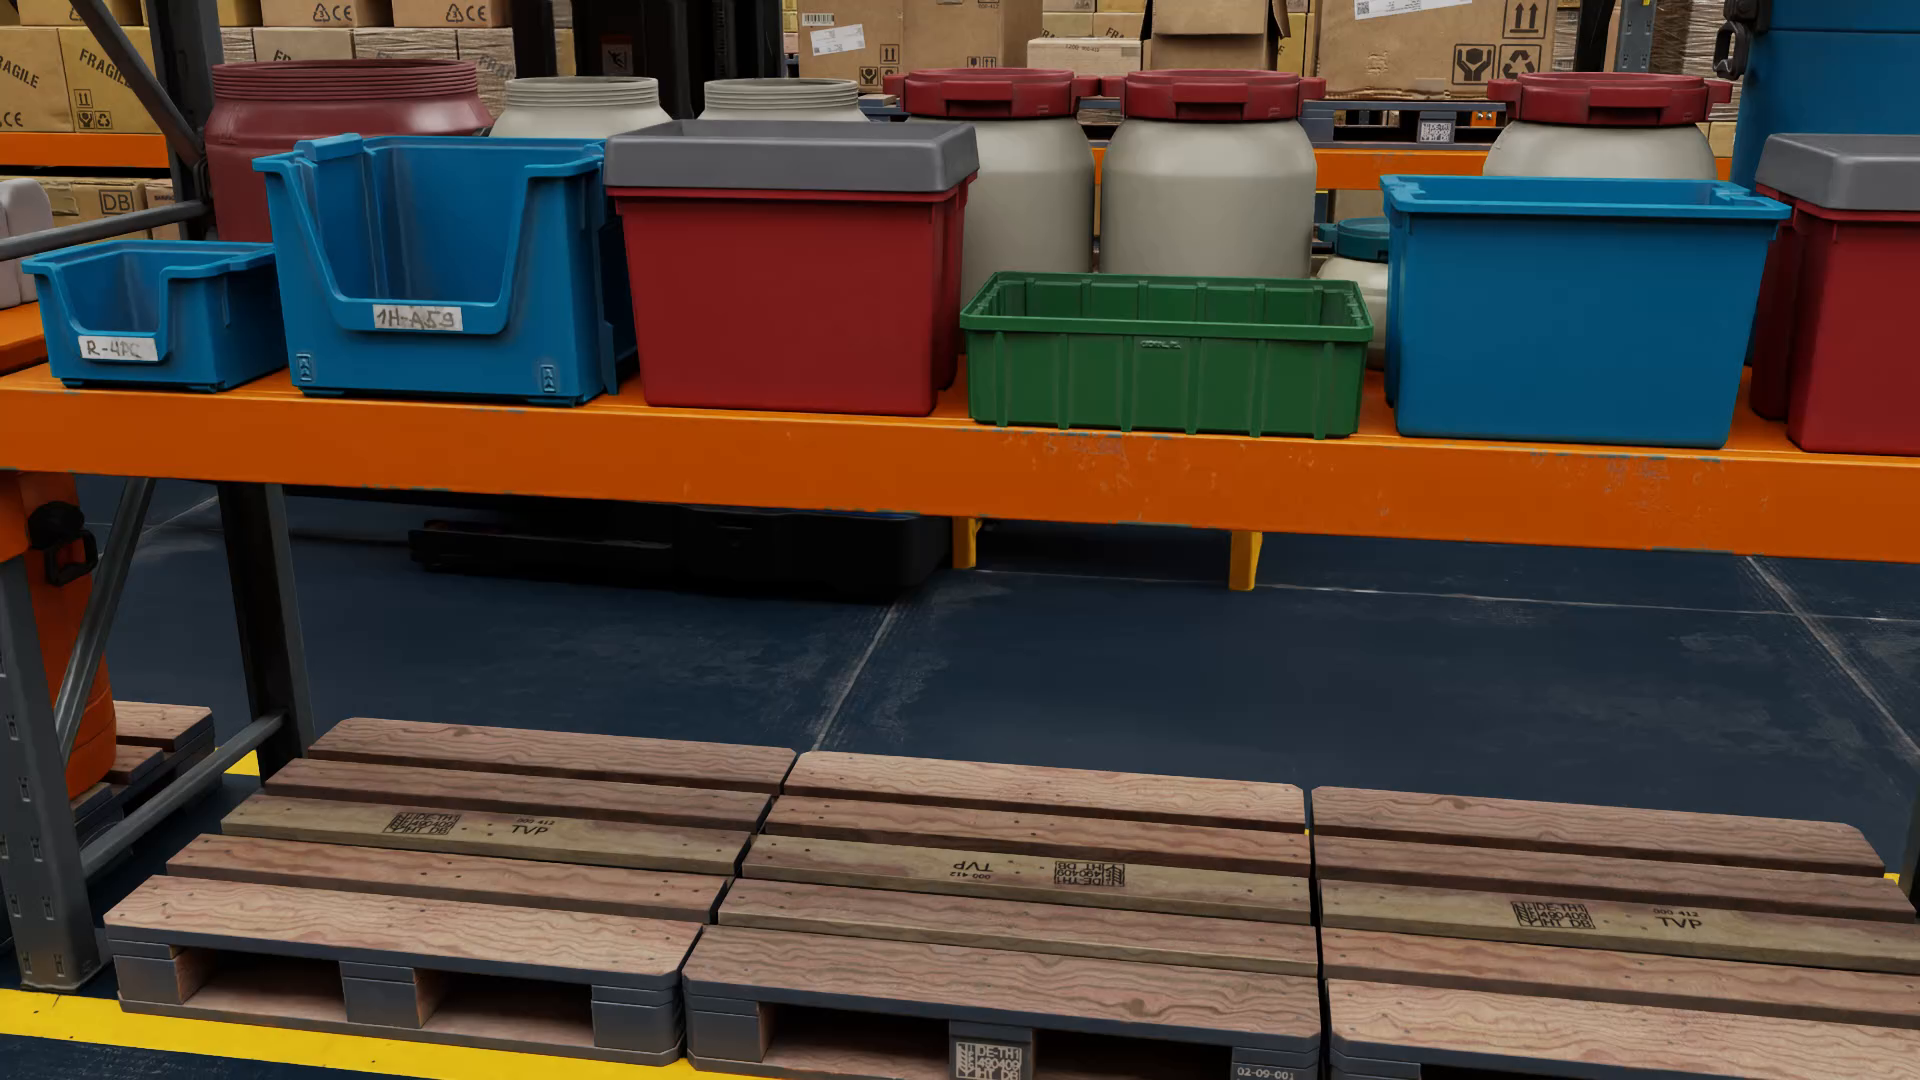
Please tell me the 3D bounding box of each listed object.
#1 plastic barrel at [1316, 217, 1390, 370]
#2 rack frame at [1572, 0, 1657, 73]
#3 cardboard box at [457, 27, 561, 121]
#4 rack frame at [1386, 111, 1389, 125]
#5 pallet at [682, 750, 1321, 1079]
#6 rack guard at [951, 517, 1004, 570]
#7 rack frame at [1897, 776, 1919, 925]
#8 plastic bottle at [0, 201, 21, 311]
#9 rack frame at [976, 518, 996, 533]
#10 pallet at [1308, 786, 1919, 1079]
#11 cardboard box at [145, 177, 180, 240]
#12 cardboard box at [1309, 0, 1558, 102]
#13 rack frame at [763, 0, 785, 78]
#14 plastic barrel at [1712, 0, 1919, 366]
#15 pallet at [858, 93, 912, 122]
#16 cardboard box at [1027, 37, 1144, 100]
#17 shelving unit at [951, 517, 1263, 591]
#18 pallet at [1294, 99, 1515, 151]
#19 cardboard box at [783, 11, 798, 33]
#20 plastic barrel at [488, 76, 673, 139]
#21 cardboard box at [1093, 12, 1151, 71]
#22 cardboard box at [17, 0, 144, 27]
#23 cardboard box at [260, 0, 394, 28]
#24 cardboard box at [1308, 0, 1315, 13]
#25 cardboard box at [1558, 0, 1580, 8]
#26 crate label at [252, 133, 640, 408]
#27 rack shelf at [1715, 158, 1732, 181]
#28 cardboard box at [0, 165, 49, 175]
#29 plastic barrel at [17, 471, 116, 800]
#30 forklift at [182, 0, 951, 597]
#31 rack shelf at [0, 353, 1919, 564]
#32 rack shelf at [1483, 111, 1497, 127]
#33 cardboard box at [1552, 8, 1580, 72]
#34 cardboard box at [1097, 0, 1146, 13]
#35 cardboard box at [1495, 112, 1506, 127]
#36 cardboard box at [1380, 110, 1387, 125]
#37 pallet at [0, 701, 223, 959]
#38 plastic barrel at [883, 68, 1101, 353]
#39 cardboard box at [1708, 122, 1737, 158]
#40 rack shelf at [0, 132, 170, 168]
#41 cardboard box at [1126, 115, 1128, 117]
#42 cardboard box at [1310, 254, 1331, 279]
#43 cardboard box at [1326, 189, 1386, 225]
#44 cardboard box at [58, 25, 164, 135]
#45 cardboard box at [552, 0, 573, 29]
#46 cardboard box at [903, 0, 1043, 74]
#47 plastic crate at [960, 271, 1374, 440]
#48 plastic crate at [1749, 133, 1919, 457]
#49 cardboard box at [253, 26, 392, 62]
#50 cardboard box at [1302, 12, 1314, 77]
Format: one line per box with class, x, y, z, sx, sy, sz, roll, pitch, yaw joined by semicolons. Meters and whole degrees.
plastic barrel;0.841;-0.481;3.231;0.301;0.262;0.301;0;18;0
rack frame;2.909;-1.984;7.504;0.127;3.000;1.000;3;19;9
cardboard box;-2.058;-2.207;8.013;0.500;0.500;0.500;3;19;8
rack frame;4.481;-5.088;16.783;0.127;3.000;1.000;3;19;9
pallet;0.134;0.802;3.572;1.213;0.211;1.003;3;19;9
rack guard;0.071;-0.104;6.221;0.087;0.250;0.587;4;19;12
rack frame;2.123;-0.432;2.867;0.127;3.000;1.000;3;19;9
plastic bottle;-2.226;-0.650;3.713;0.135;0.276;0.152;3;19;9
rack frame;0.070;-0.697;6.023;0.032;1.500;0.500;4;19;12
pallet;1.342;0.863;3.391;1.213;0.211;1.003;3;19;9
cardboard box;-3.472;-1.507;8.767;0.875;0.875;1.225;2;19;7
cardboard box;2.147;-2.551;7.593;1.000;1.000;1.000;3;19;9
rack frame;-1.040;-2.185;8.106;0.127;3.000;1.000;3;19;9
plastic barrel;1.790;-0.784;3.129;0.708;0.901;0.600;3;19;9
pallet;-0.320;-2.092;8.129;1.003;0.211;1.213;3;19;9
cardboard box;0.578;-2.157;7.596;0.500;0.250;0.500;2;19;7
shelving unit;0.556;-0.661;5.915;1.083;1.500;0.587;4;19;12
pallet;2.177;-1.977;7.786;1.213;0.211;1.003;3;19;9
cardboard box;-1.238;-3.862;12.385;0.250;0.149;0.380;3;19;10
plastic barrel;-0.776;-0.701;3.496;0.421;0.512;0.421;0;18;0
cardboard box;1.247;-3.624;12.249;0.500;0.500;0.500;3;19;9
cardboard box;-4.358;-2.880;8.444;0.637;0.503;0.797;2;19;7
cardboard box;-3.066;-2.815;8.251;0.637;0.503;0.797;4;19;10
cardboard box;2.796;-4.102;12.103;0.500;0.500;0.700;3;19;8
cardboard box;4.154;-4.086;11.850;0.550;0.550;0.875;3;19;9
crate label;-0.888;-0.515;3.060;0.616;0.435;0.502;3;19;9
rack shelf;4.884;-1.542;7.318;4.000;0.370;1.077;3;19;9
cardboard box;-5.629;-1.636;9.152;0.875;0.875;0.875;3;19;9
plastic barrel;-2.312;0.177;3.804;0.708;0.830;0.600;3;19;9
forklift;-1.493;-1.426;5.945;3.031;2.935;1.130;4;19;12
rack shelf;0.149;-0.191;3.282;4.000;0.370;1.077;3;19;9
rack shelf;5.770;-3.091;11.947;4.000;0.370;1.077;3;19;9
cardboard box;4.162;-3.589;12.065;0.550;0.550;0.875;3;19;9
cardboard box;1.294;-4.179;12.334;0.500;0.500;0.700;3;19;8
cardboard box;4.405;-2.670;12.244;0.875;0.875;0.875;3;19;9
cardboard box;5.690;-5.411;21.418;0.500;0.250;0.500;3;19;9
pallet;-2.611;0.662;3.990;1.213;0.211;1.003;3;19;9
plastic barrel;0.062;-0.672;3.370;0.433;0.535;0.433;0;18;0
cardboard box;3.318;-1.743;7.180;0.250;0.149;0.380;3;19;9
rack shelf;-3.015;-1.944;8.521;4.000;0.370;1.077;3;19;9
cardboard box;2.575;-5.852;22.146;0.625;0.625;0.875;4;19;10
cardboard box;1.838;-1.074;8.033;0.500;0.500;0.700;3;19;8
cardboard box;3.168;-2.668;12.433;0.750;0.750;1.050;3;19;8
cardboard box;-4.079;-2.307;8.314;0.500;0.500;0.500;3;19;9
cardboard box;-1.760;-2.750;8.056;0.637;0.503;0.797;4;19;11
cardboard box;0.066;-2.420;7.989;0.500;0.500;0.700;6;19;17
plastic crate;0.359;-0.331;2.898;0.662;0.188;0.450;3;19;9
plastic crate;1.597;-0.391;2.643;0.583;0.464;0.402;3;19;9
cardboard box;-3.074;-2.258;8.165;0.500;0.500;0.500;3;19;10
cardboard box;2.739;-3.548;12.022;0.500;0.500;0.500;3;19;8
